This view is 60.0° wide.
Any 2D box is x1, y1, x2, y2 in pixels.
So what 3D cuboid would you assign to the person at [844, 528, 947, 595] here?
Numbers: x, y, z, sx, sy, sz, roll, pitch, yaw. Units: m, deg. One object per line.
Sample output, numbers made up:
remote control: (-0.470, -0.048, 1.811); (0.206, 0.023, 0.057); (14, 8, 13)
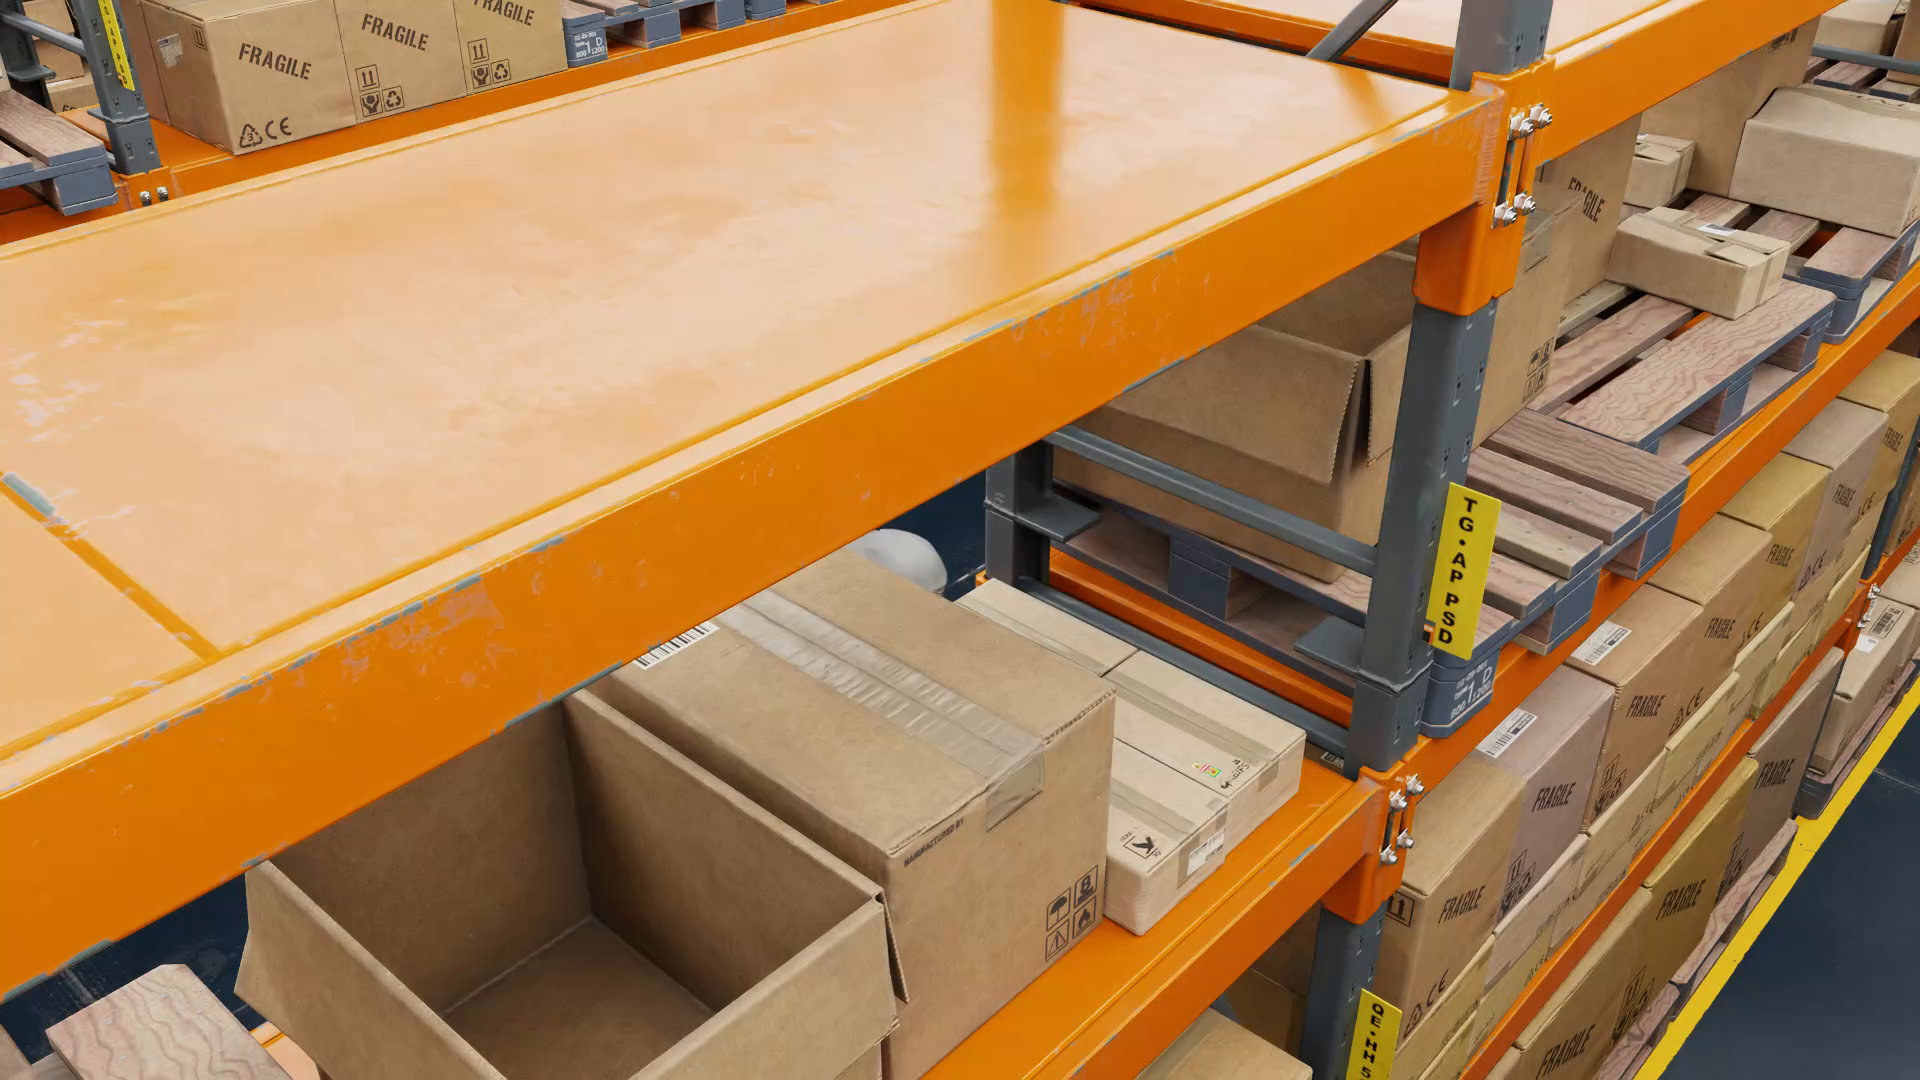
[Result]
person: (-0.441, 0.319, 7.781); (0.858, 0.911, 0.420); (23, 39, 33)
